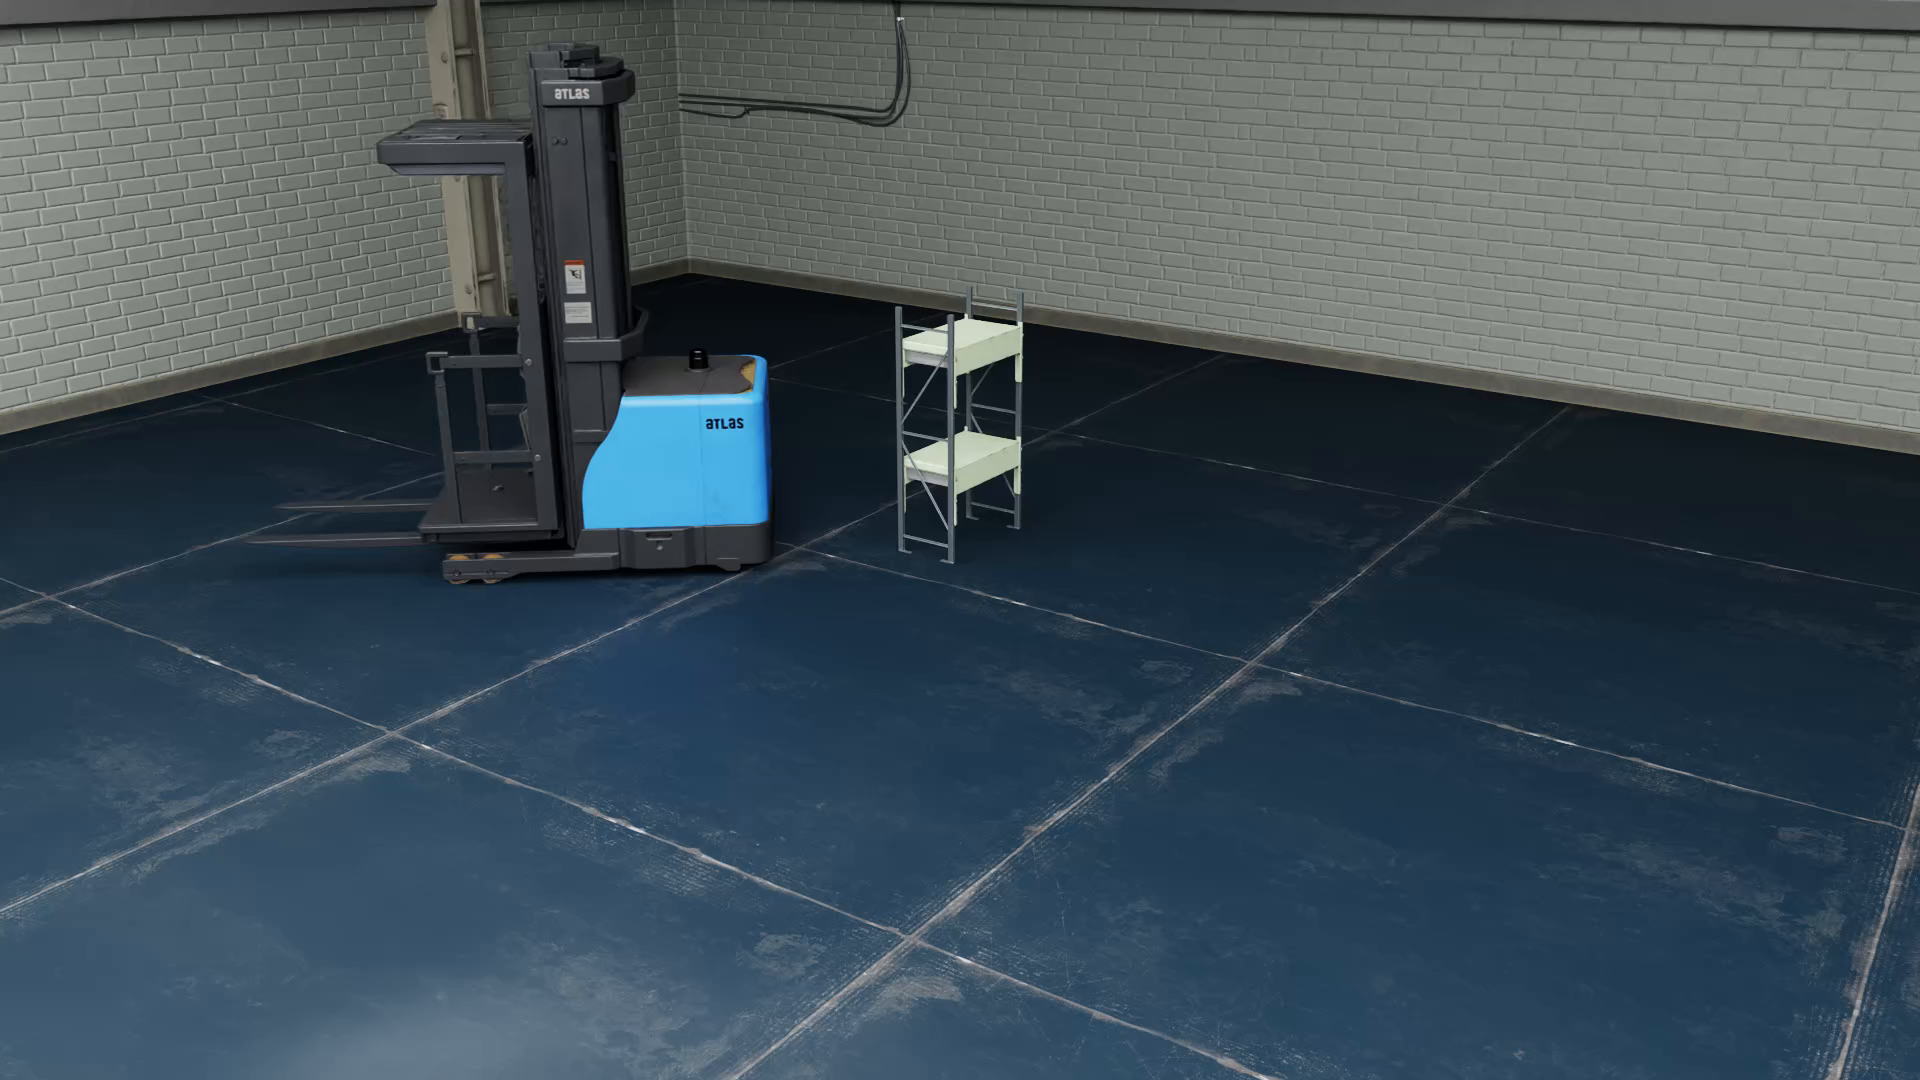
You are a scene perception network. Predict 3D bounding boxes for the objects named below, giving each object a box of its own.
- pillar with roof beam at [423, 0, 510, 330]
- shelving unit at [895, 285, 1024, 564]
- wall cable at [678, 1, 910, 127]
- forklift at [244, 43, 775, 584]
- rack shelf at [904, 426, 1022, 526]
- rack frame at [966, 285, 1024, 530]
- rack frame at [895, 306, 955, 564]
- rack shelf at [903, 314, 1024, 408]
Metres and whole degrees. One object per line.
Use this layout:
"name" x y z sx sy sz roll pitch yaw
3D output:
"pillar with roof beam" -0.962 -5.427 11.966 9.100 9.000 0.400 13 24 32
"shelving unit" 0.004 -0.705 10.010 0.431 1.500 0.755 13 24 32
"wall cable" -1.772 -5.398 16.362 3.097 2.526 0.112 13 24 32
"forklift" -2.649 -1.310 9.583 3.031 2.935 1.130 -2 20 -4
"rack shelf" 0.004 -0.400 10.123 0.431 0.370 0.720 13 24 32
"rack frame" 0.209 -0.810 10.294 0.400 1.500 0.023 13 24 32
"rack frame" -0.202 -0.600 9.726 0.400 1.500 0.023 13 24 32
"rack shelf" 0.004 -1.071 9.875 0.431 0.370 0.720 13 24 32
